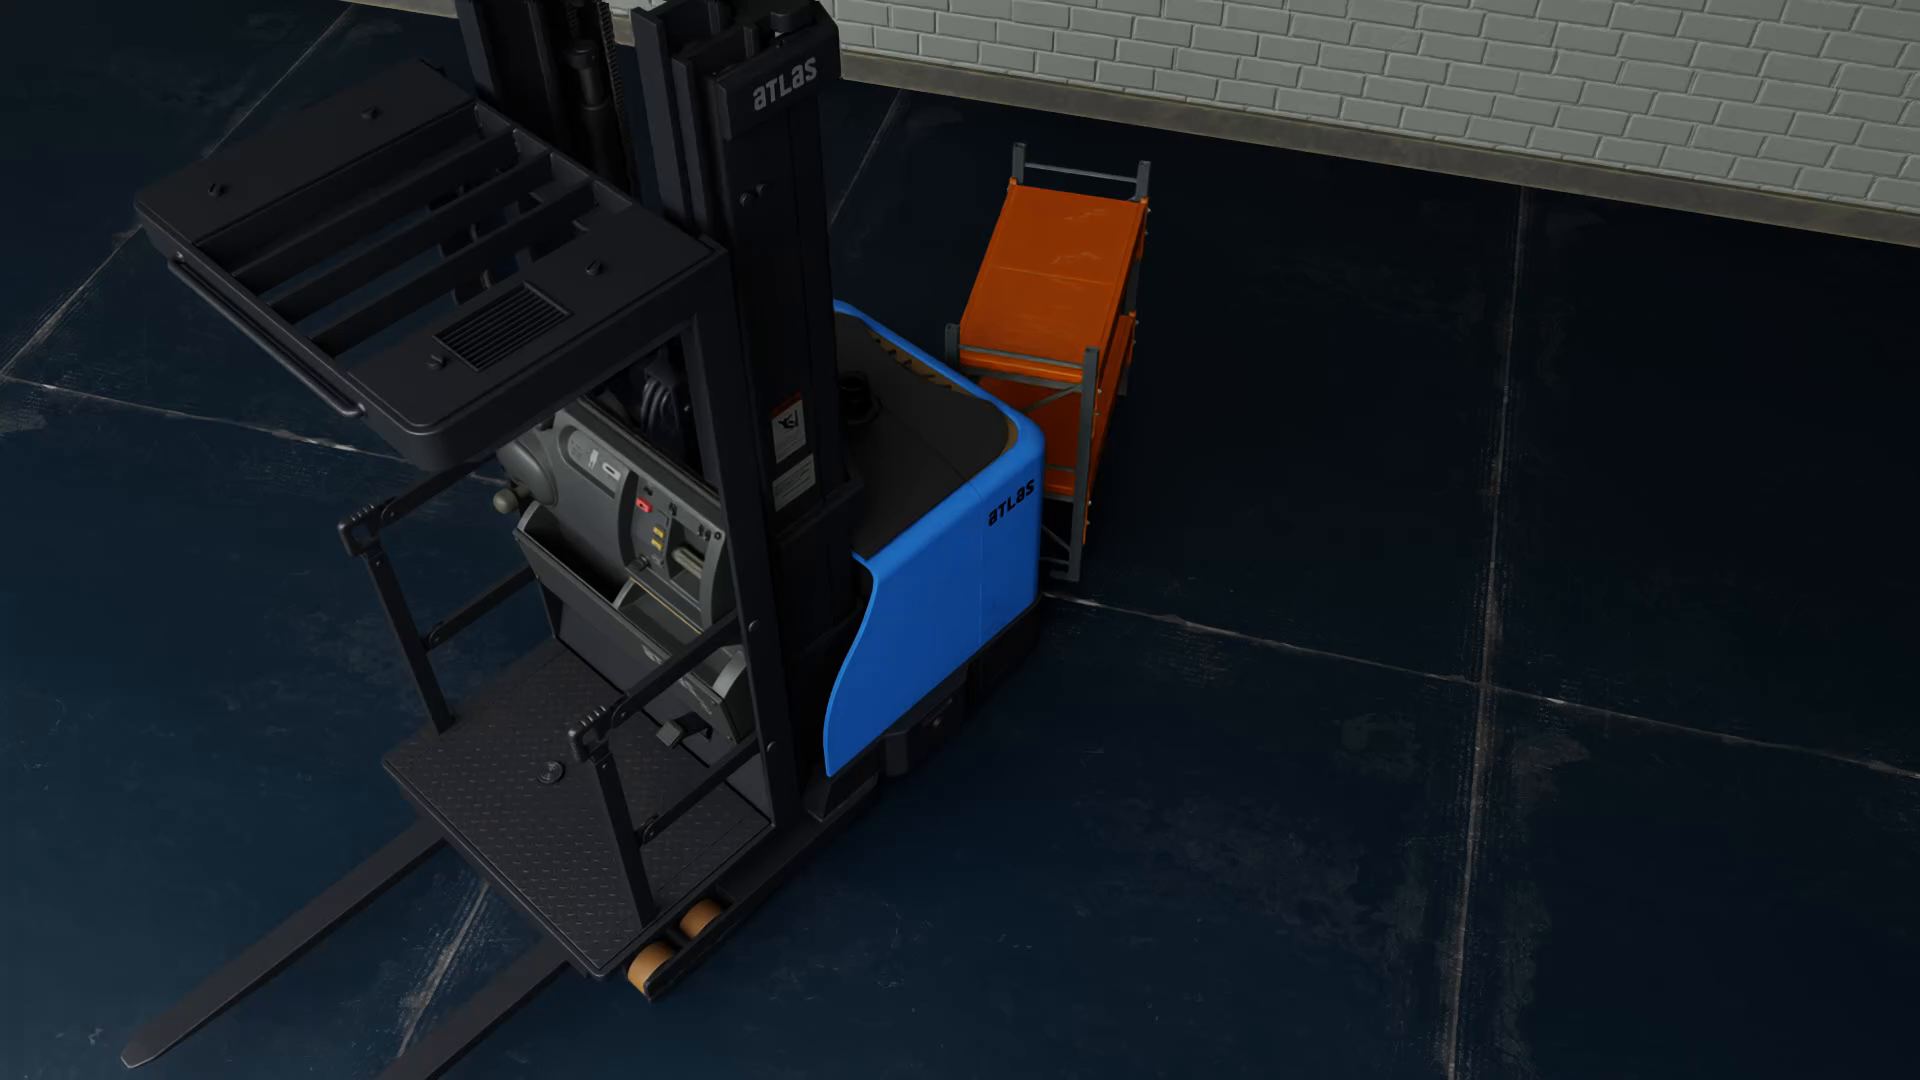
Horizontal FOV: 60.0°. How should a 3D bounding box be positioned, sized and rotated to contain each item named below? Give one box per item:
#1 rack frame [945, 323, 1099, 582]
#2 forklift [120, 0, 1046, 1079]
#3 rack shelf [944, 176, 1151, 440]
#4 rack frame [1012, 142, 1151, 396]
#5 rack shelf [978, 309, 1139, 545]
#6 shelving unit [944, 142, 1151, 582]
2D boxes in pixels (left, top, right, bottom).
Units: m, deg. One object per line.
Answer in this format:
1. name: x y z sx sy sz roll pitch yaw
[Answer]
1. rack frame: 0.197 -0.273 5.741 0.500 1.125 0.032 10 49 9
2. forklift: -1.089 -0.034 4.325 1.130 2.935 3.031 35 57 27
3. rack shelf: 0.317 -0.837 5.848 0.538 0.278 1.000 10 49 9
4. rack frame: 0.438 -1.014 6.394 0.500 1.125 0.032 10 49 9
5. rack shelf: 0.317 -0.482 6.251 0.538 0.278 1.000 10 49 9
6. shelving unit: 0.317 -0.643 6.068 0.538 1.125 1.048 10 49 9
